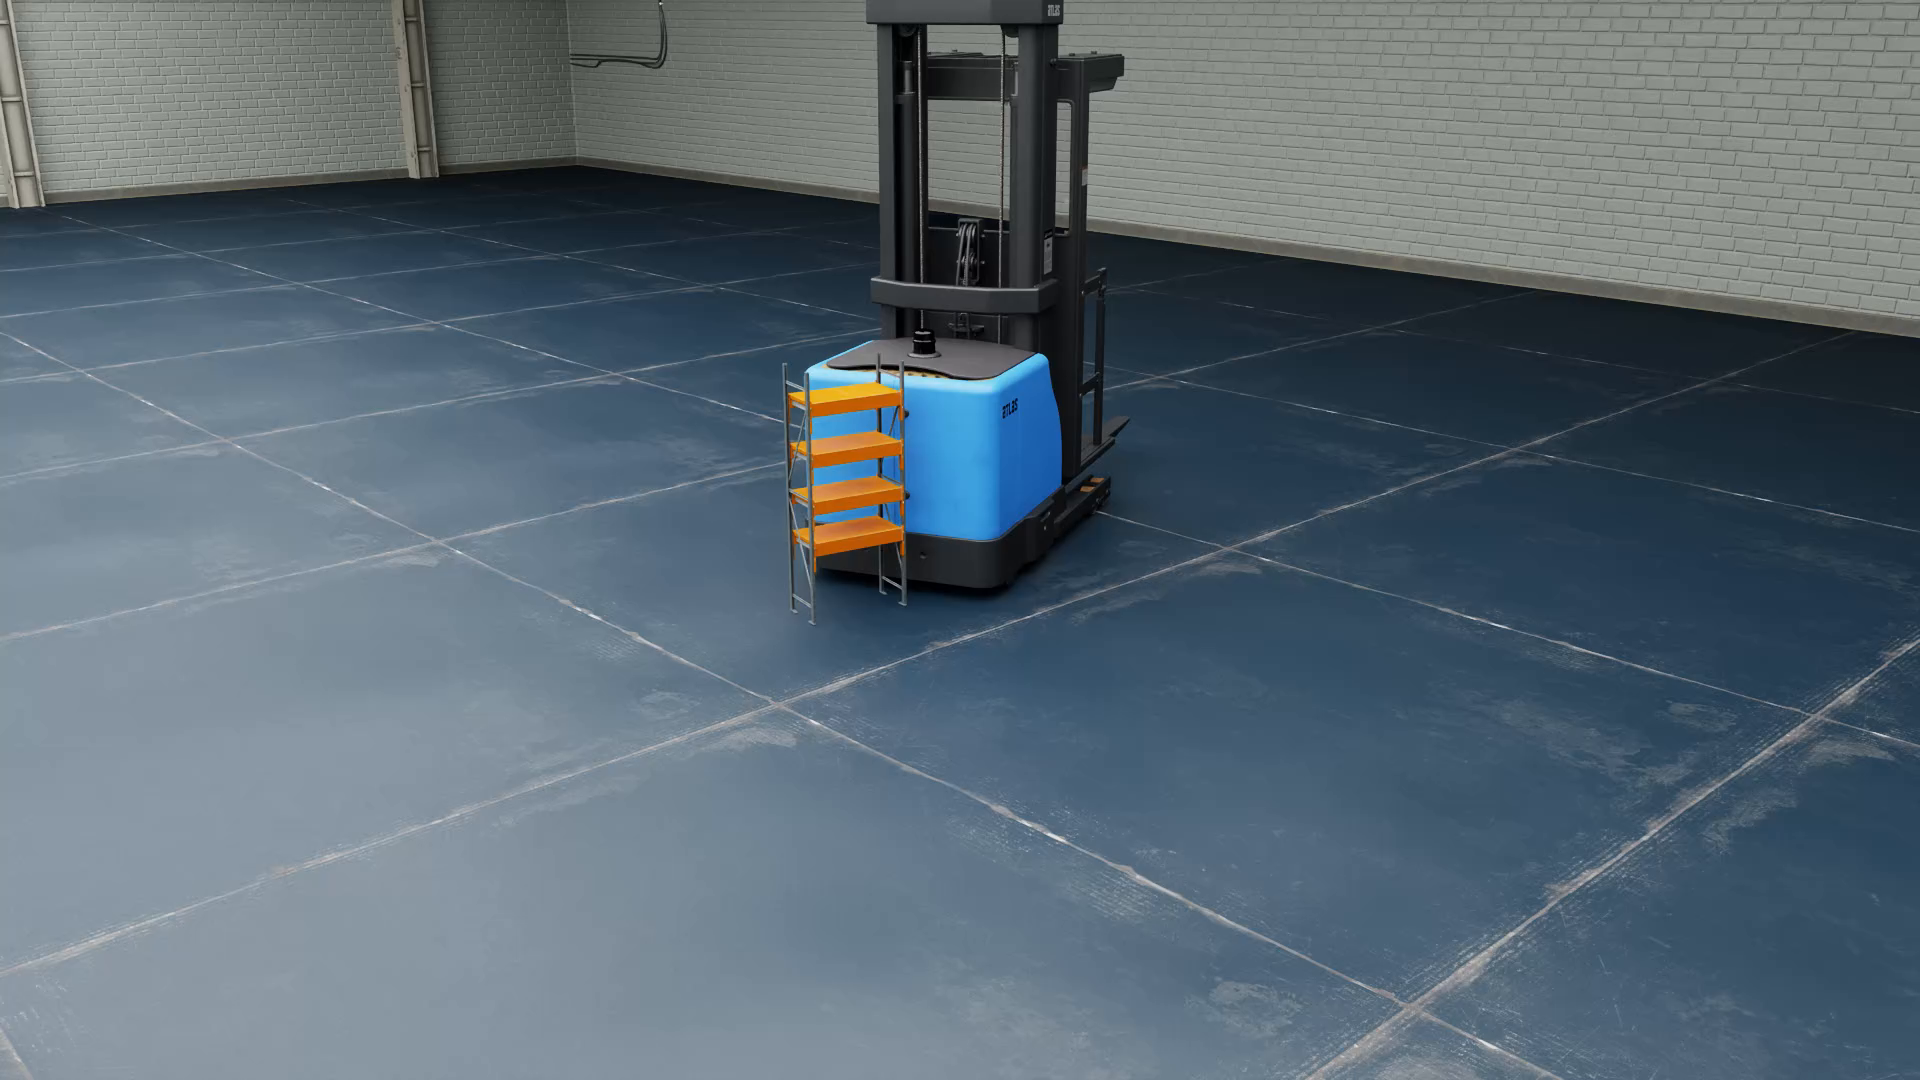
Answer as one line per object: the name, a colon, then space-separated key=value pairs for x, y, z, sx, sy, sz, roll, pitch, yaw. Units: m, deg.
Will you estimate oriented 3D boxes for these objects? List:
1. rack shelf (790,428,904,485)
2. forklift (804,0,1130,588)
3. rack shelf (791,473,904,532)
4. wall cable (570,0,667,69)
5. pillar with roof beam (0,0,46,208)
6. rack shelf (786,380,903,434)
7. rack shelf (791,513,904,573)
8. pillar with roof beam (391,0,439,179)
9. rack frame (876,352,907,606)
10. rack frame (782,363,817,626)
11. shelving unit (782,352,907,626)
rack shelf: x=-0.533 y=-0.392 z=7.742 sx=0.480 sy=0.148 sz=0.258 roll=-11 pitch=21 yaw=-30
forklift: x=0.229 y=-1.575 z=9.092 sx=1.130 sy=2.935 sz=3.031 roll=7 pitch=19 yaw=20
rack shelf: x=-0.533 y=-0.179 z=7.811 sx=0.480 sy=0.148 sz=0.258 roll=-11 pitch=21 yaw=-30
wall cable: x=-5.816 y=-9.135 z=27.604 sx=0.112 sy=2.526 sz=3.097 roll=-16 pitch=24 yaw=-41
pillar with roof beam: x=-10.267 y=-8.048 z=19.217 sx=0.400 sy=9.000 sz=9.100 roll=-16 pitch=24 yaw=-41
rack shelf: x=-0.533 y=-0.617 z=7.669 sx=0.480 sy=0.148 sz=0.258 roll=-11 pitch=21 yaw=-30
rack shelf: x=-0.533 y=0.010 z=7.872 sx=0.480 sy=0.148 sz=0.258 roll=-11 pitch=21 yaw=-30
pillar with roof beam: x=-5.907 y=-9.320 z=23.139 sx=0.400 sy=9.000 sz=9.100 roll=-16 pitch=24 yaw=-41
rack frame: x=-0.327 y=-0.283 z=7.913 sx=0.015 sy=1.200 sz=0.240 roll=-11 pitch=21 yaw=-30
rack frame: x=-0.740 y=-0.203 z=7.666 sx=0.015 sy=1.200 sz=0.240 roll=-11 pitch=21 yaw=-30
shelving unit: x=-0.533 y=-0.243 z=7.790 sx=0.503 sy=1.200 sz=0.258 roll=-11 pitch=21 yaw=-30
